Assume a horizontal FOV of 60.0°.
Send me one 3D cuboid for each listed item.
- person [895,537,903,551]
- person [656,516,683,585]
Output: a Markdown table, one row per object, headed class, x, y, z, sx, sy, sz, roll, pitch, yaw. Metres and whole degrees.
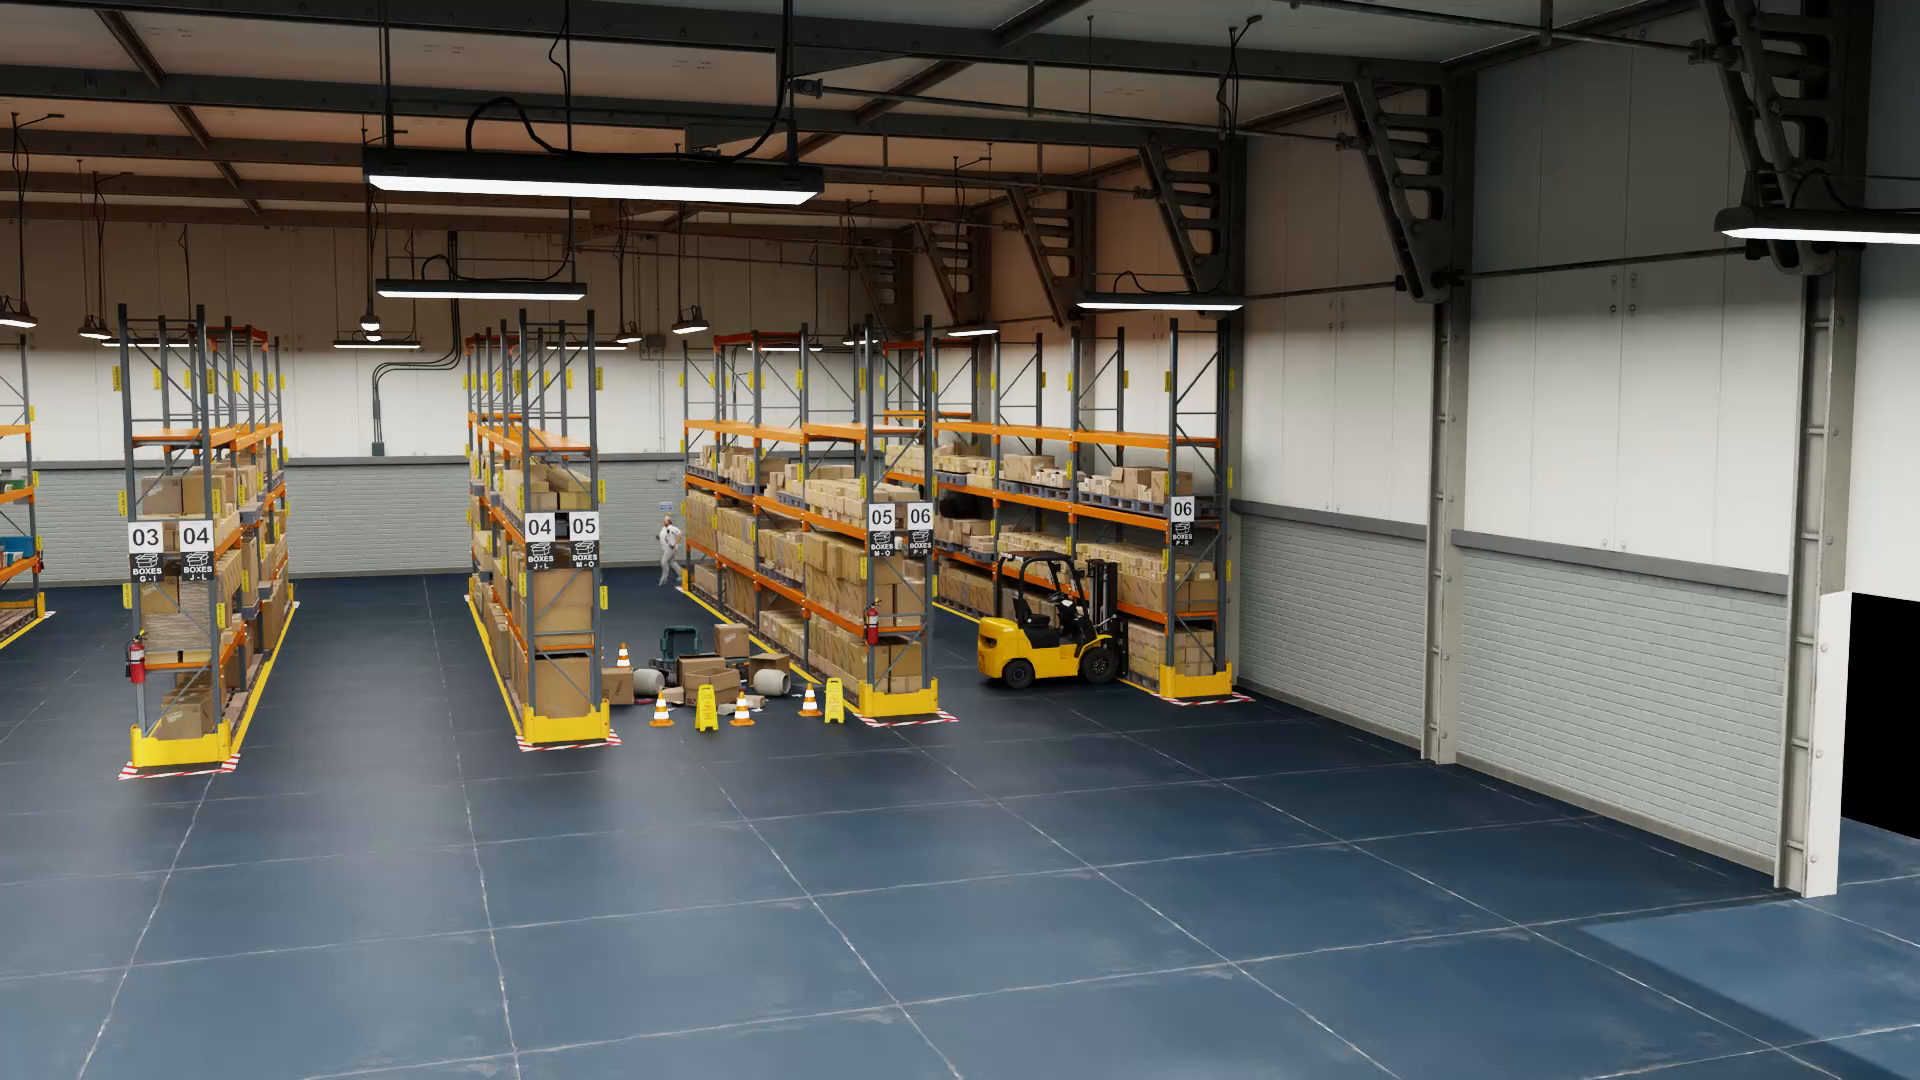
| class | x | y | z | sx | sy | sz | roll | pitch | yaw |
| --- | --- | --- | --- | --- | --- | --- | --- | --- | --- |
| person | -1.500 | 0.565 | 34.730 | 0.725 | 1.858 | 0.923 | -3 | 6 | -25 |
| person | -7.230 | 0.253 | 41.440 | 0.826 | 1.715 | 0.581 | -4 | 7 | -36 |
